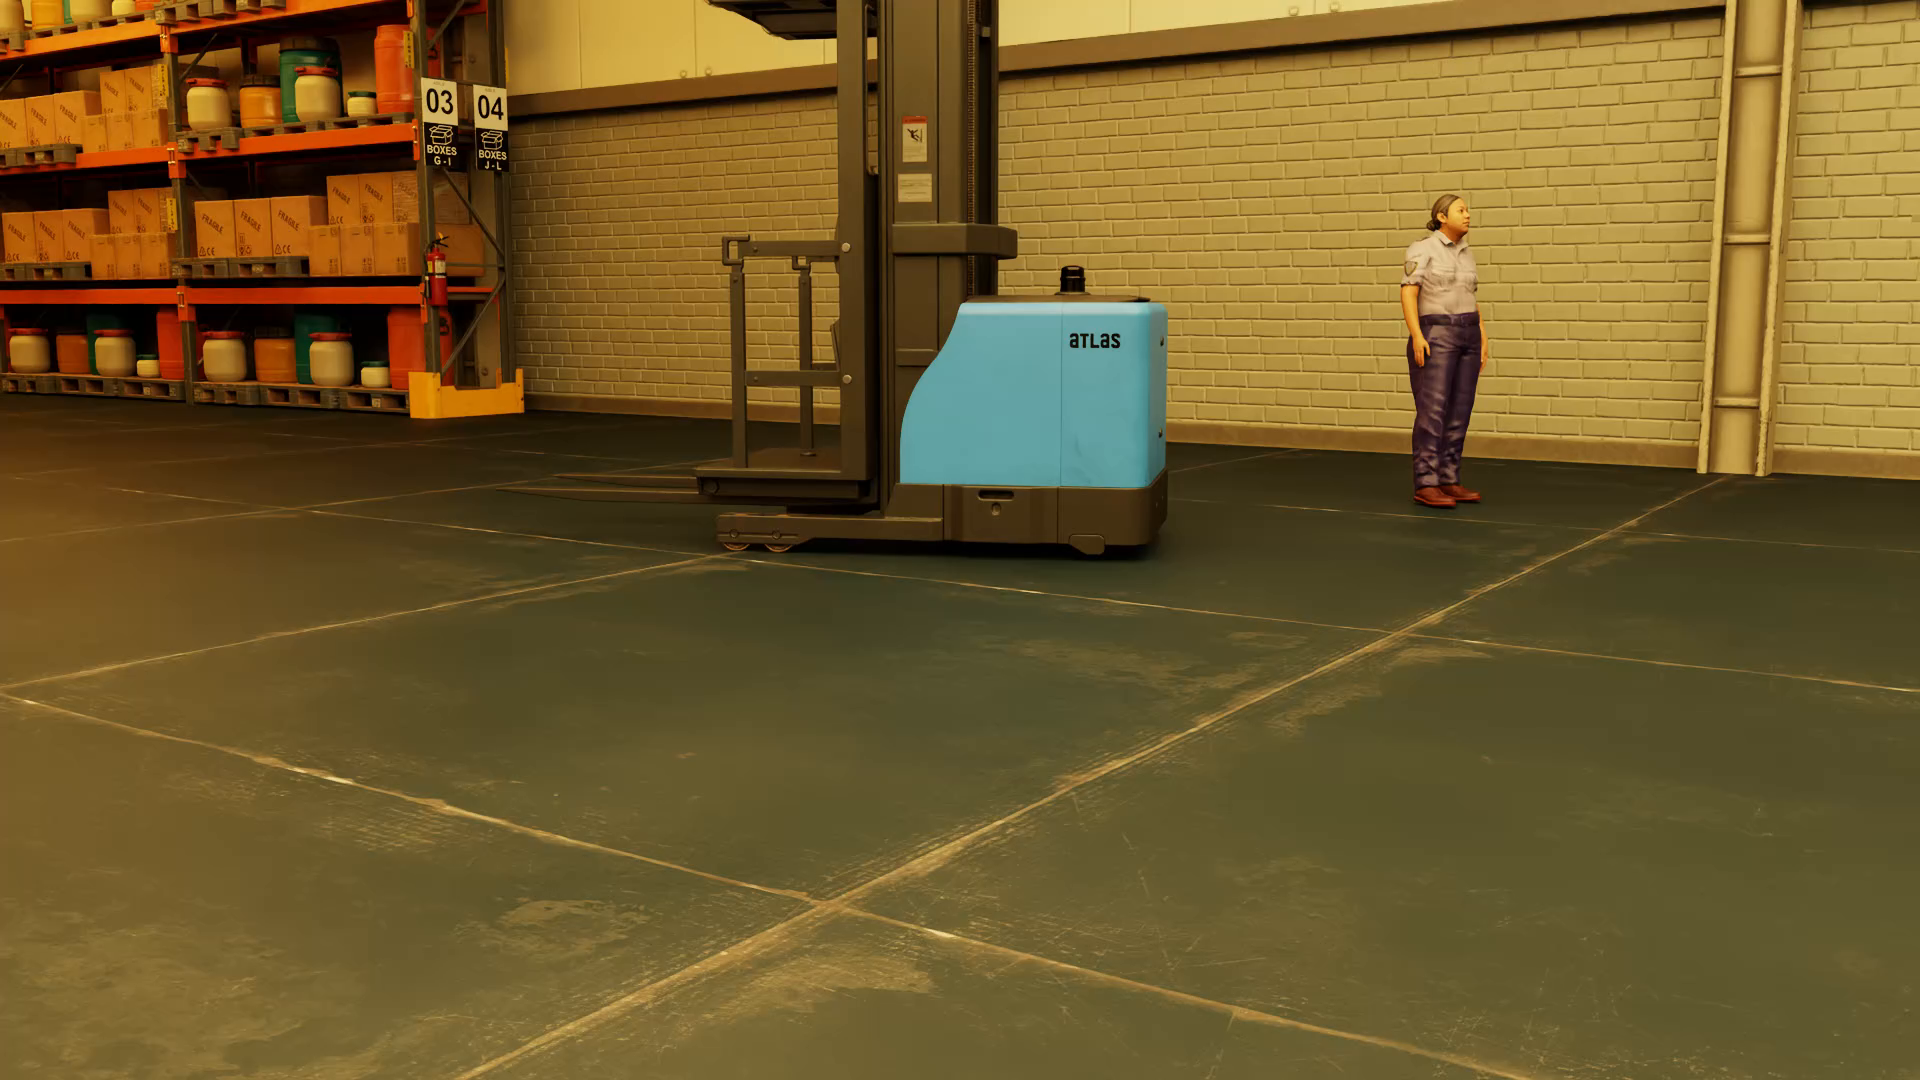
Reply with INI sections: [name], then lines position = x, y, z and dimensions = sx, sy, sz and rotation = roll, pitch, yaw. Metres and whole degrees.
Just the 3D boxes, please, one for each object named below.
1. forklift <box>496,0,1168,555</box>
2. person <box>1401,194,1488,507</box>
[forklift]
position = -0.596, -1.469, 7.520
dimensions = 3.031, 2.935, 1.130
rotation = 2, 8, 12
[person]
position = 2.669, -1.031, 8.952
dimensions = 0.599, 1.650, 0.502
rotation = -5, 9, -31
